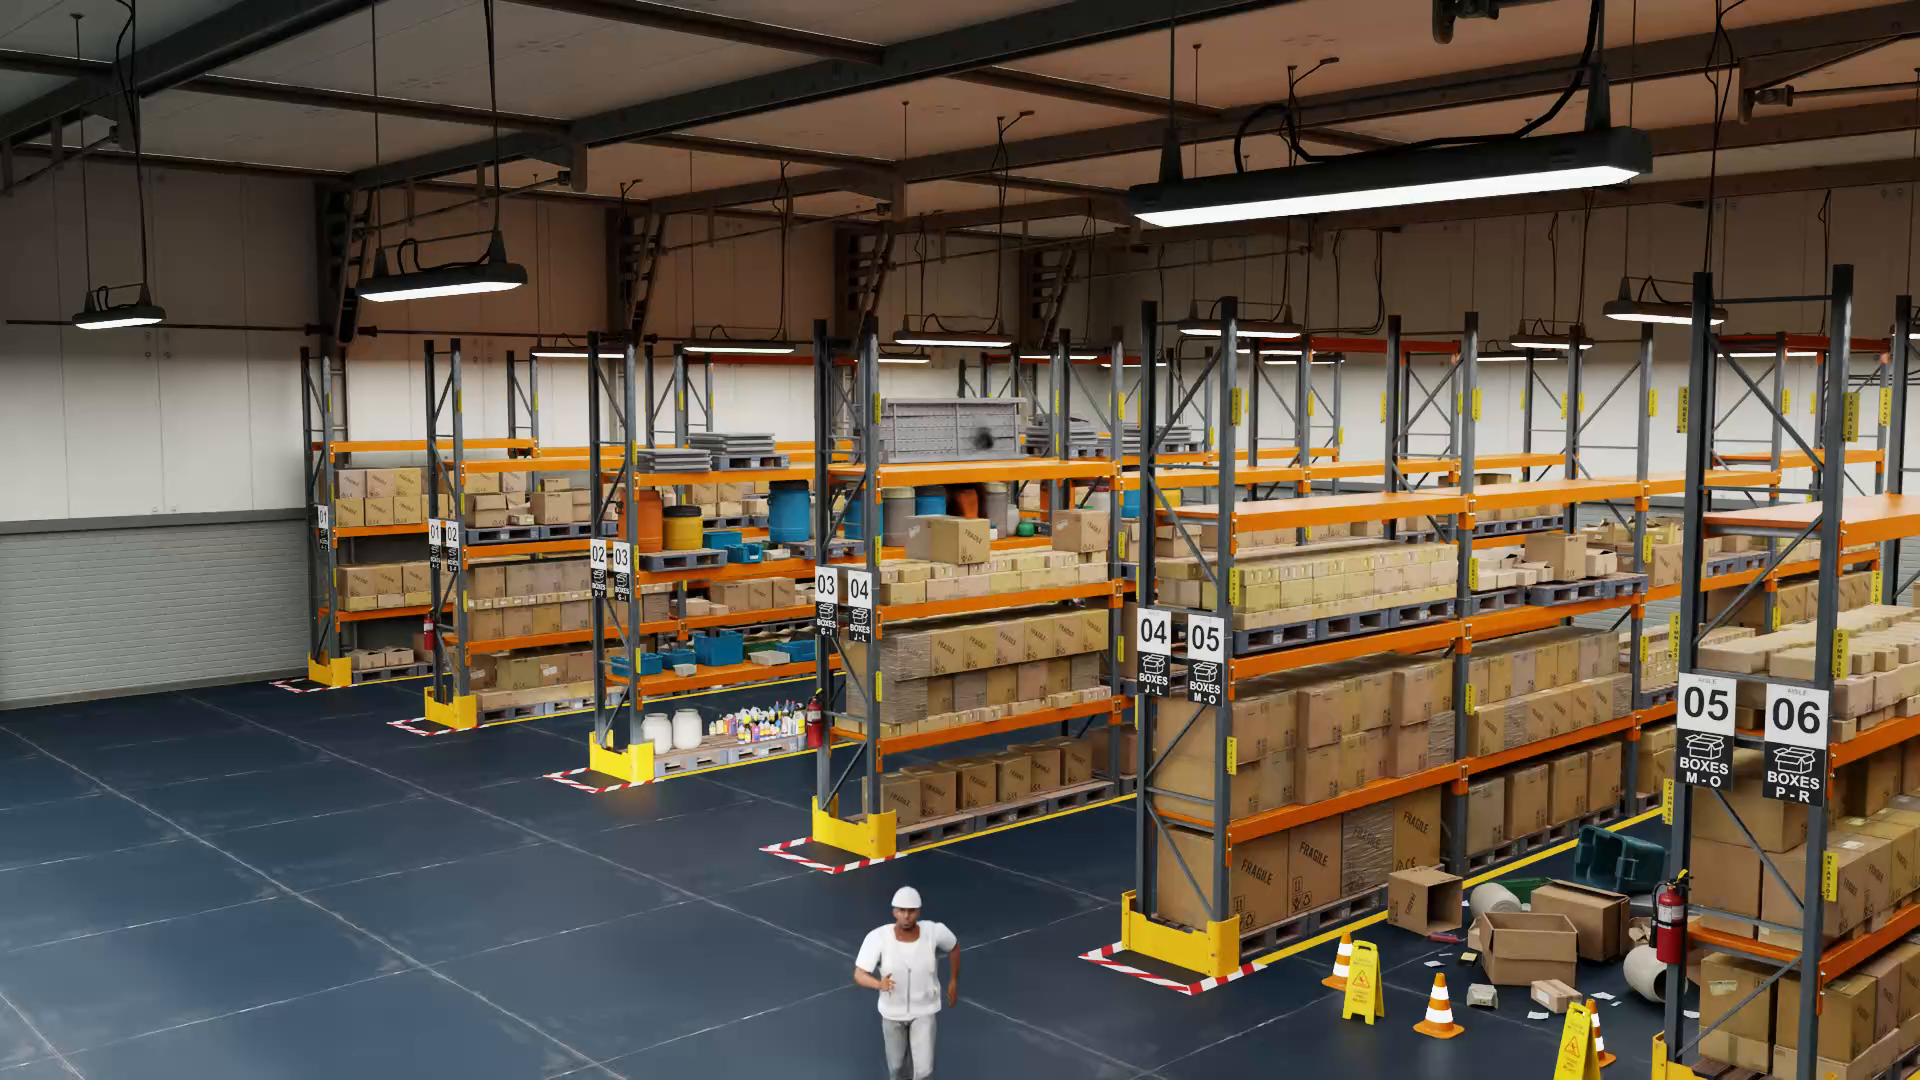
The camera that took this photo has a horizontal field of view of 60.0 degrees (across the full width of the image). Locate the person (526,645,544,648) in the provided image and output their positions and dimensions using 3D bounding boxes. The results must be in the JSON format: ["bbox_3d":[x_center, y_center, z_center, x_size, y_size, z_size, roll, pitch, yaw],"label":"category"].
[{"bbox_3d":[-7.413,1.744,28.964,0.685,1.723,0.623,4,7,40],"label":"person"}]

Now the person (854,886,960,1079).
[{"bbox_3d":[-0.363,3.277,11.441,0.720,1.831,0.787,0,5,1],"label":"person"}]
